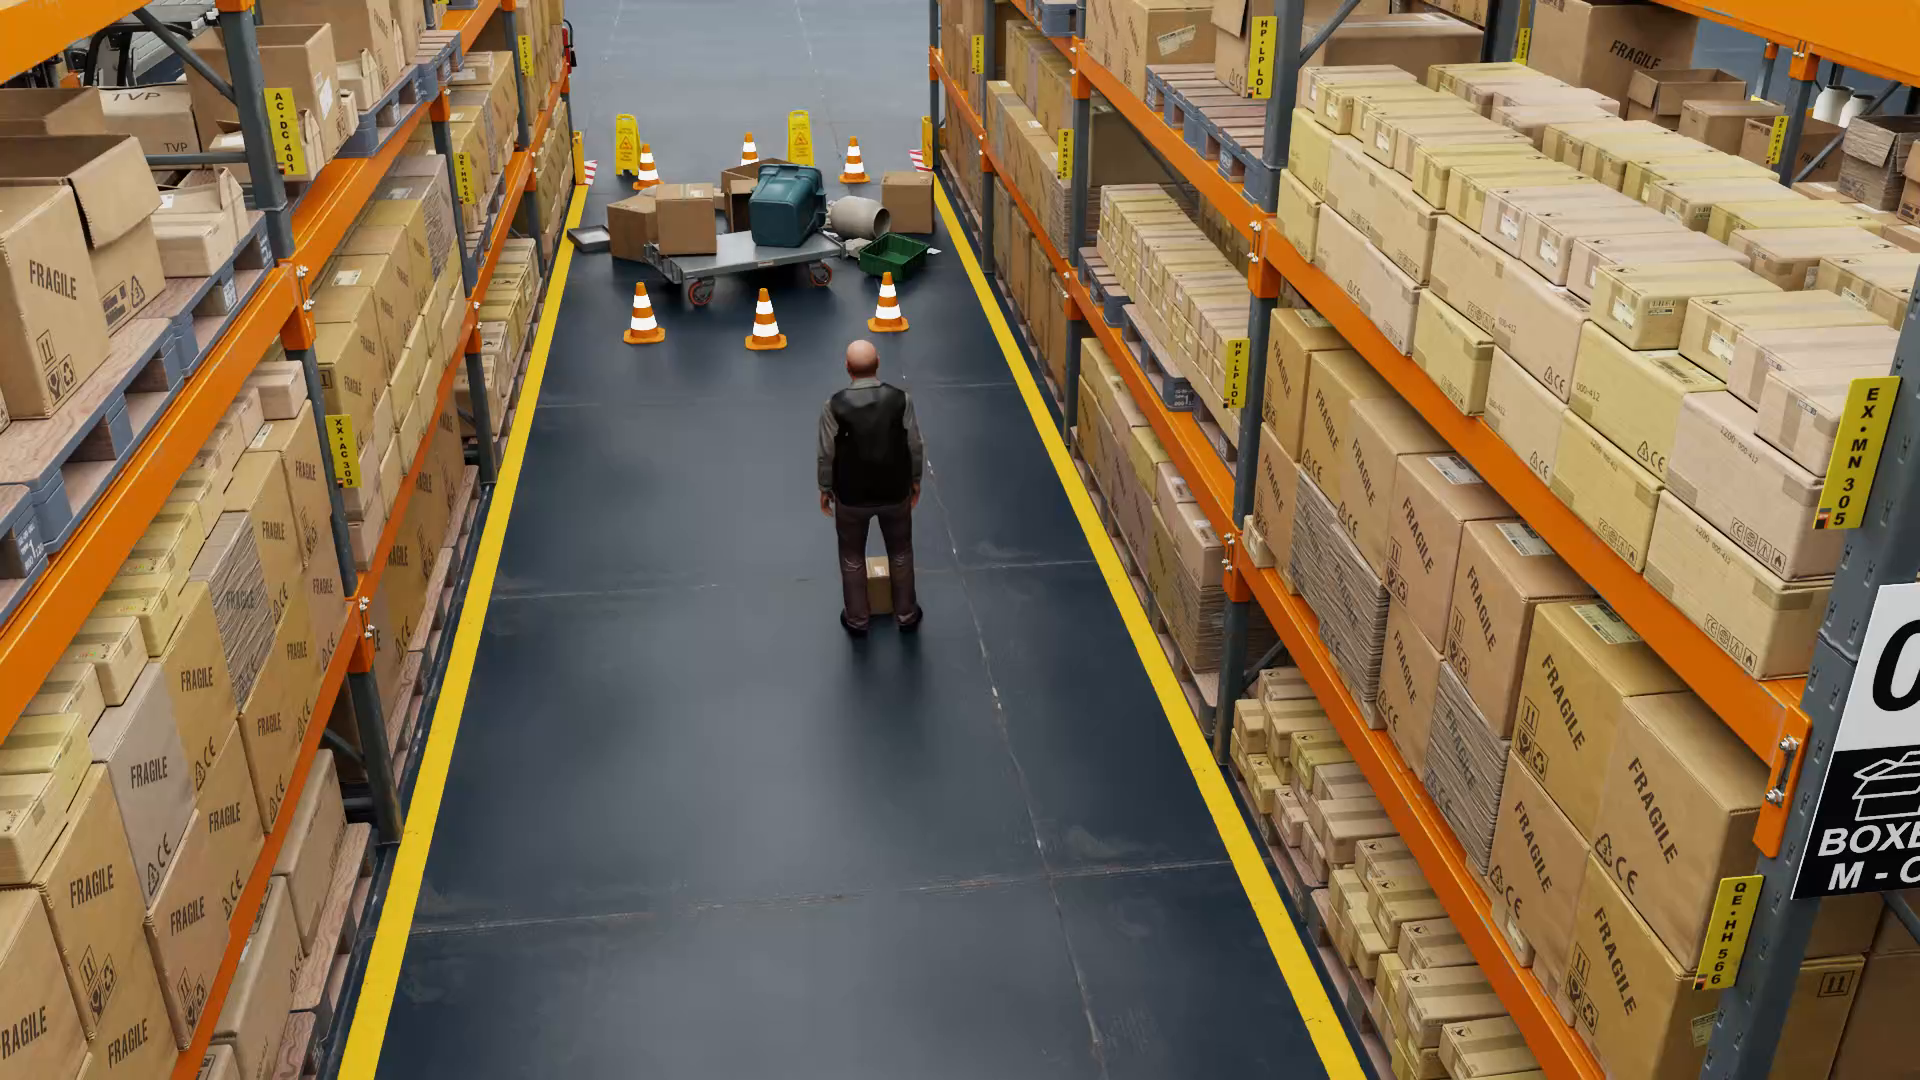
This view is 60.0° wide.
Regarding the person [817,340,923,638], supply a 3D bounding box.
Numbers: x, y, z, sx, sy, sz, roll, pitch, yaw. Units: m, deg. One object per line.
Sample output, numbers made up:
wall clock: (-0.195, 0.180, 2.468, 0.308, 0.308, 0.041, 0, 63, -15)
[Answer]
person: (-0.486, -0.258, 9.152, 0.591, 1.720, 0.422, -5, 27, -10)
